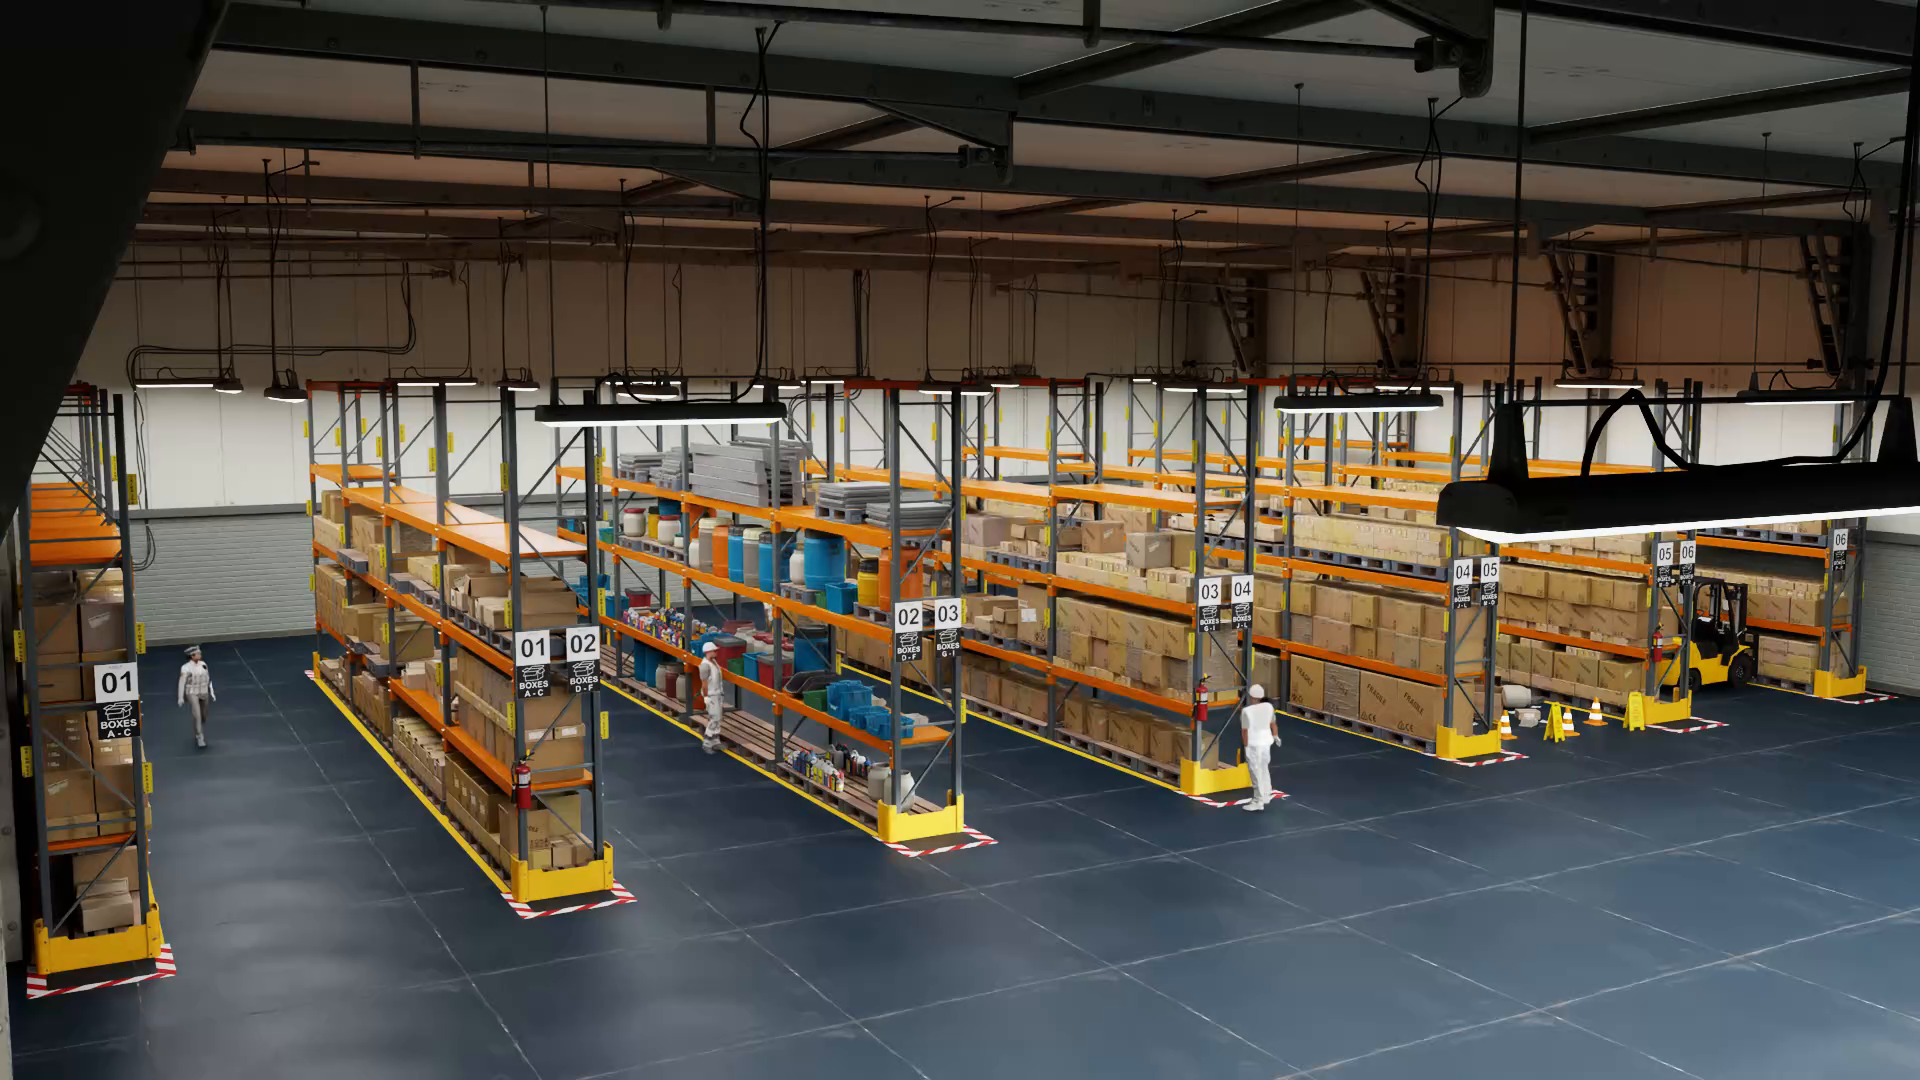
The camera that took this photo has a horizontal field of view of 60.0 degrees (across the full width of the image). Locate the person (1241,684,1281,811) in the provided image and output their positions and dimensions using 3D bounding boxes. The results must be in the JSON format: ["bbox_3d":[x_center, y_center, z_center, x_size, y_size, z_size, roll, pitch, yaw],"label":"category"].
[{"bbox_3d":[4.266,2.918,23.677,0.760,1.794,0.481,-4,7,-33],"label":"person"}]

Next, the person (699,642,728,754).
[{"bbox_3d":[-4.026,2.581,27.223,0.422,1.838,0.596,2,6,15],"label":"person"}]

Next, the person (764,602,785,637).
[{"bbox_3d":[-3.987,1.719,35.667,0.469,1.651,0.928,-2,7,-22],"label":"person"}]

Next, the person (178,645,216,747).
[{"bbox_3d":[-12.733,2.562,27.709,0.579,1.643,0.933,-5,8,-40],"label":"person"}]
